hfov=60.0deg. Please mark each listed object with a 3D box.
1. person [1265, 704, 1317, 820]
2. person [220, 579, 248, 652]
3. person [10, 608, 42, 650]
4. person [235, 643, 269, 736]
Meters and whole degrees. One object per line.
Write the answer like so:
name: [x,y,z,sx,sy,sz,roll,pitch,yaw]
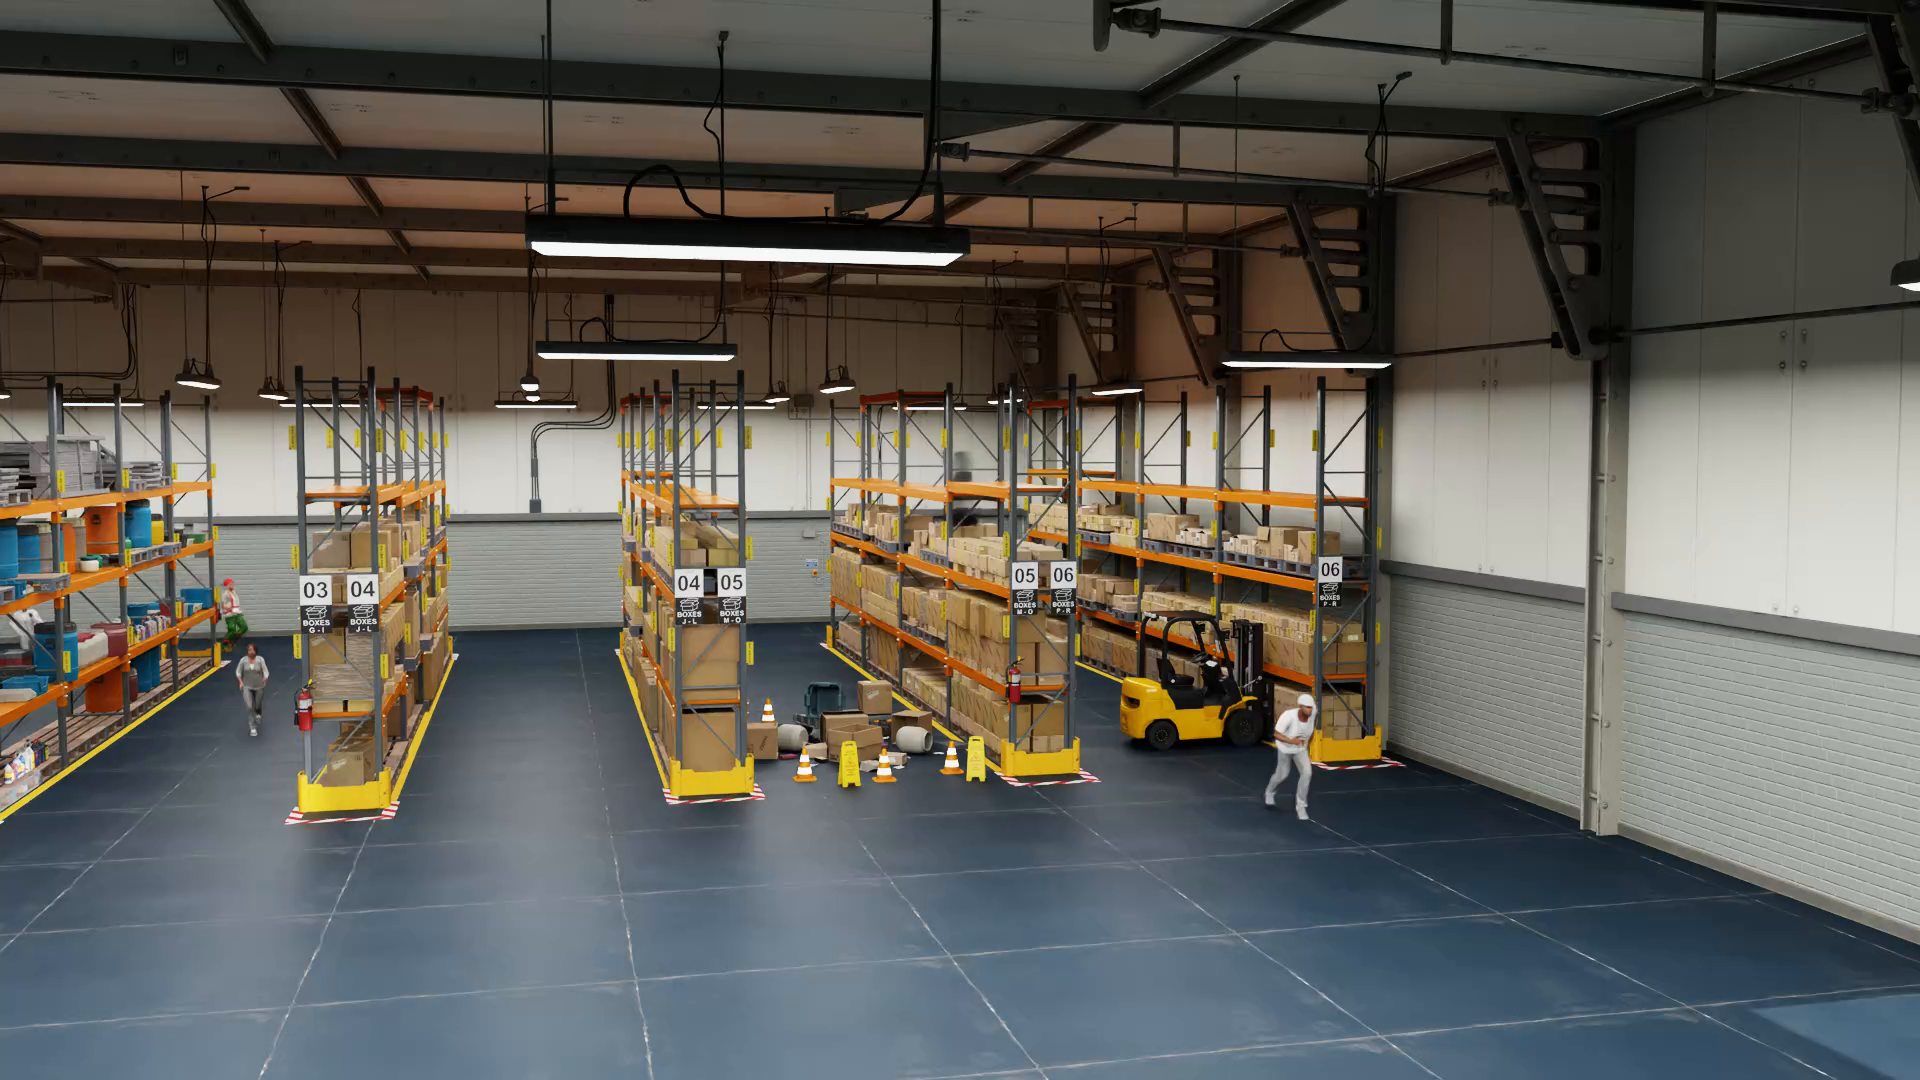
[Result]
person: [4.427,2.884,22.304,0.747,1.679,0.995,-2,4,-24]
person: [-17.175,1.778,39.283,0.594,1.738,0.673,0,3,6]
person: [-19.886,2.061,35.434,0.613,1.709,0.661,-2,4,-31]
person: [-12.100,2.535,28.442,0.526,1.572,0.745,-1,4,-22]
